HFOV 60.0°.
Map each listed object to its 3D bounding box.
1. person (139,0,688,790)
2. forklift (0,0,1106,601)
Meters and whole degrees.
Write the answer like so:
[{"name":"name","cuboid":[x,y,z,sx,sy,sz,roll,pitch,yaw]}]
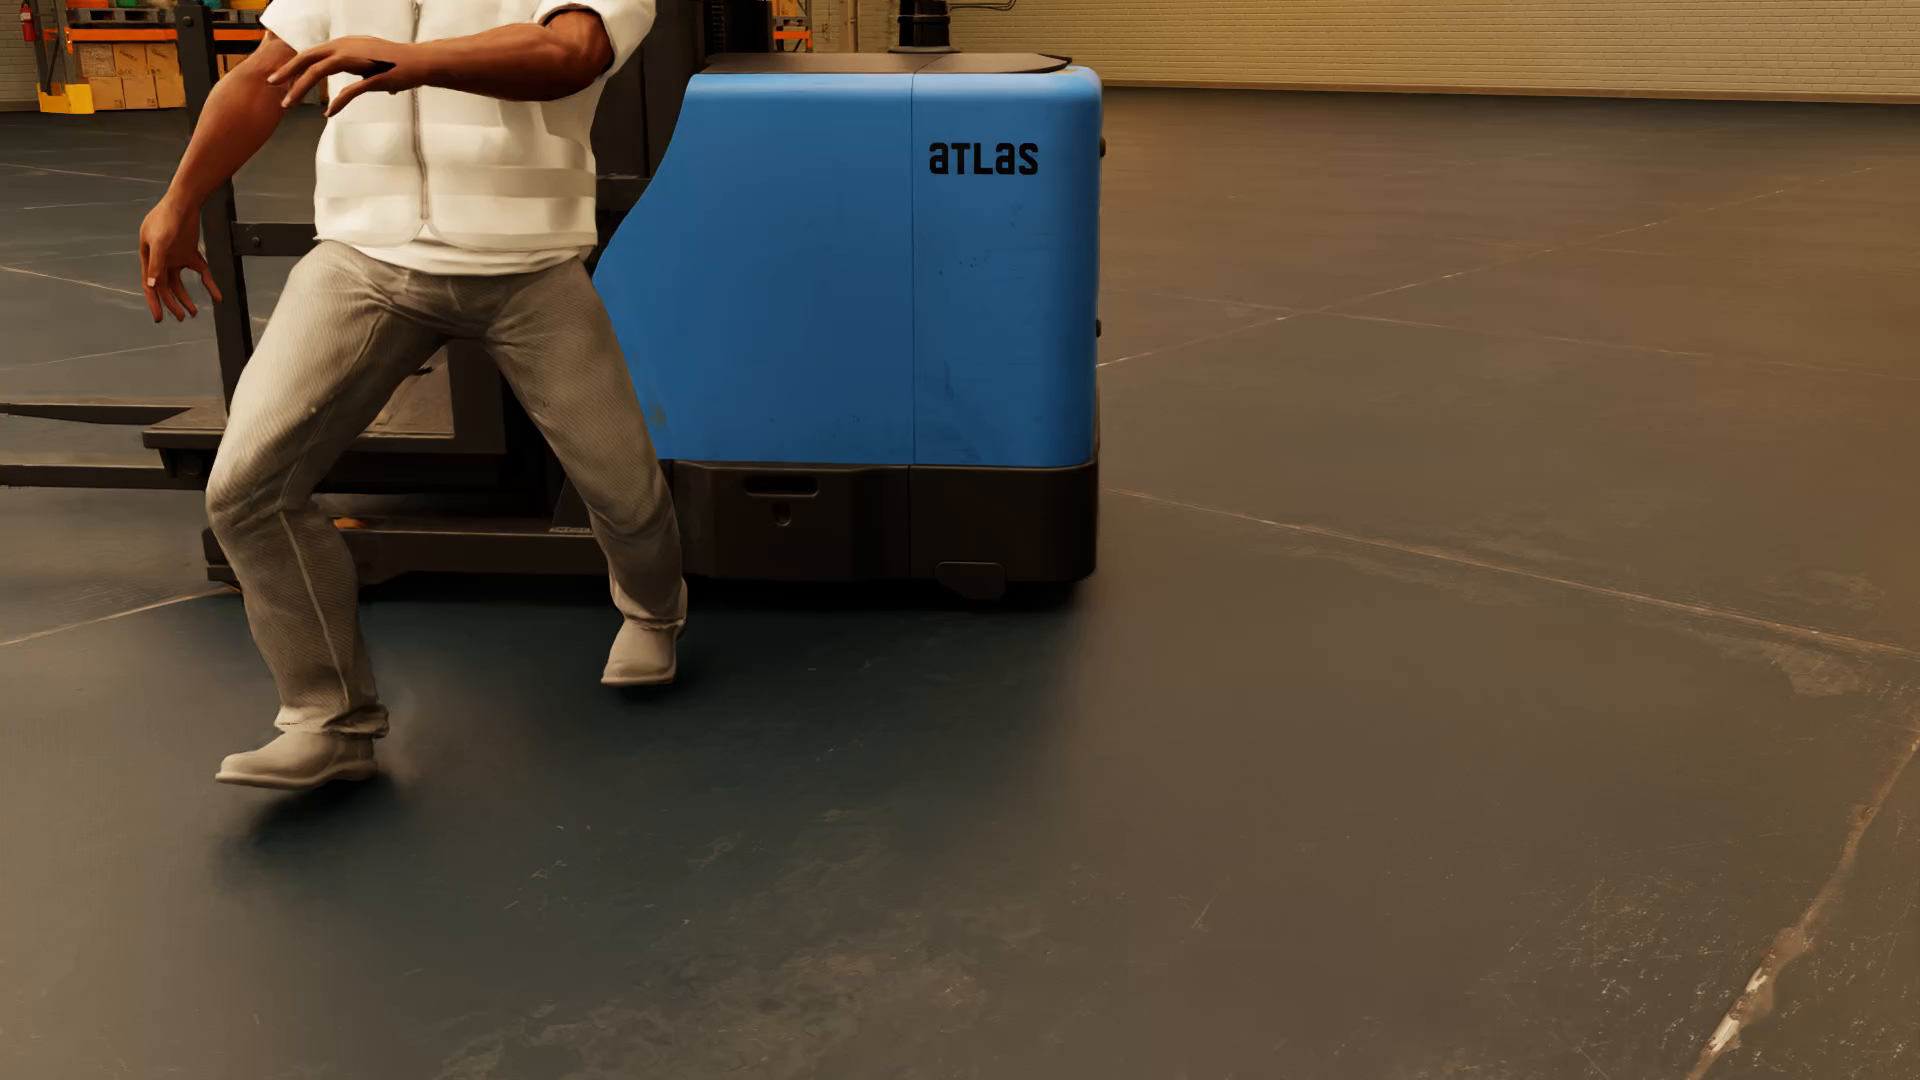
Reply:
[{"name":"person","cuboid":[-0.869,-0.431,2.557,0.820,1.657,0.899,0,17,-1]},{"name":"forklift","cuboid":[-1.190,-1.431,3.611,3.031,2.935,1.130,1,17,5]}]
